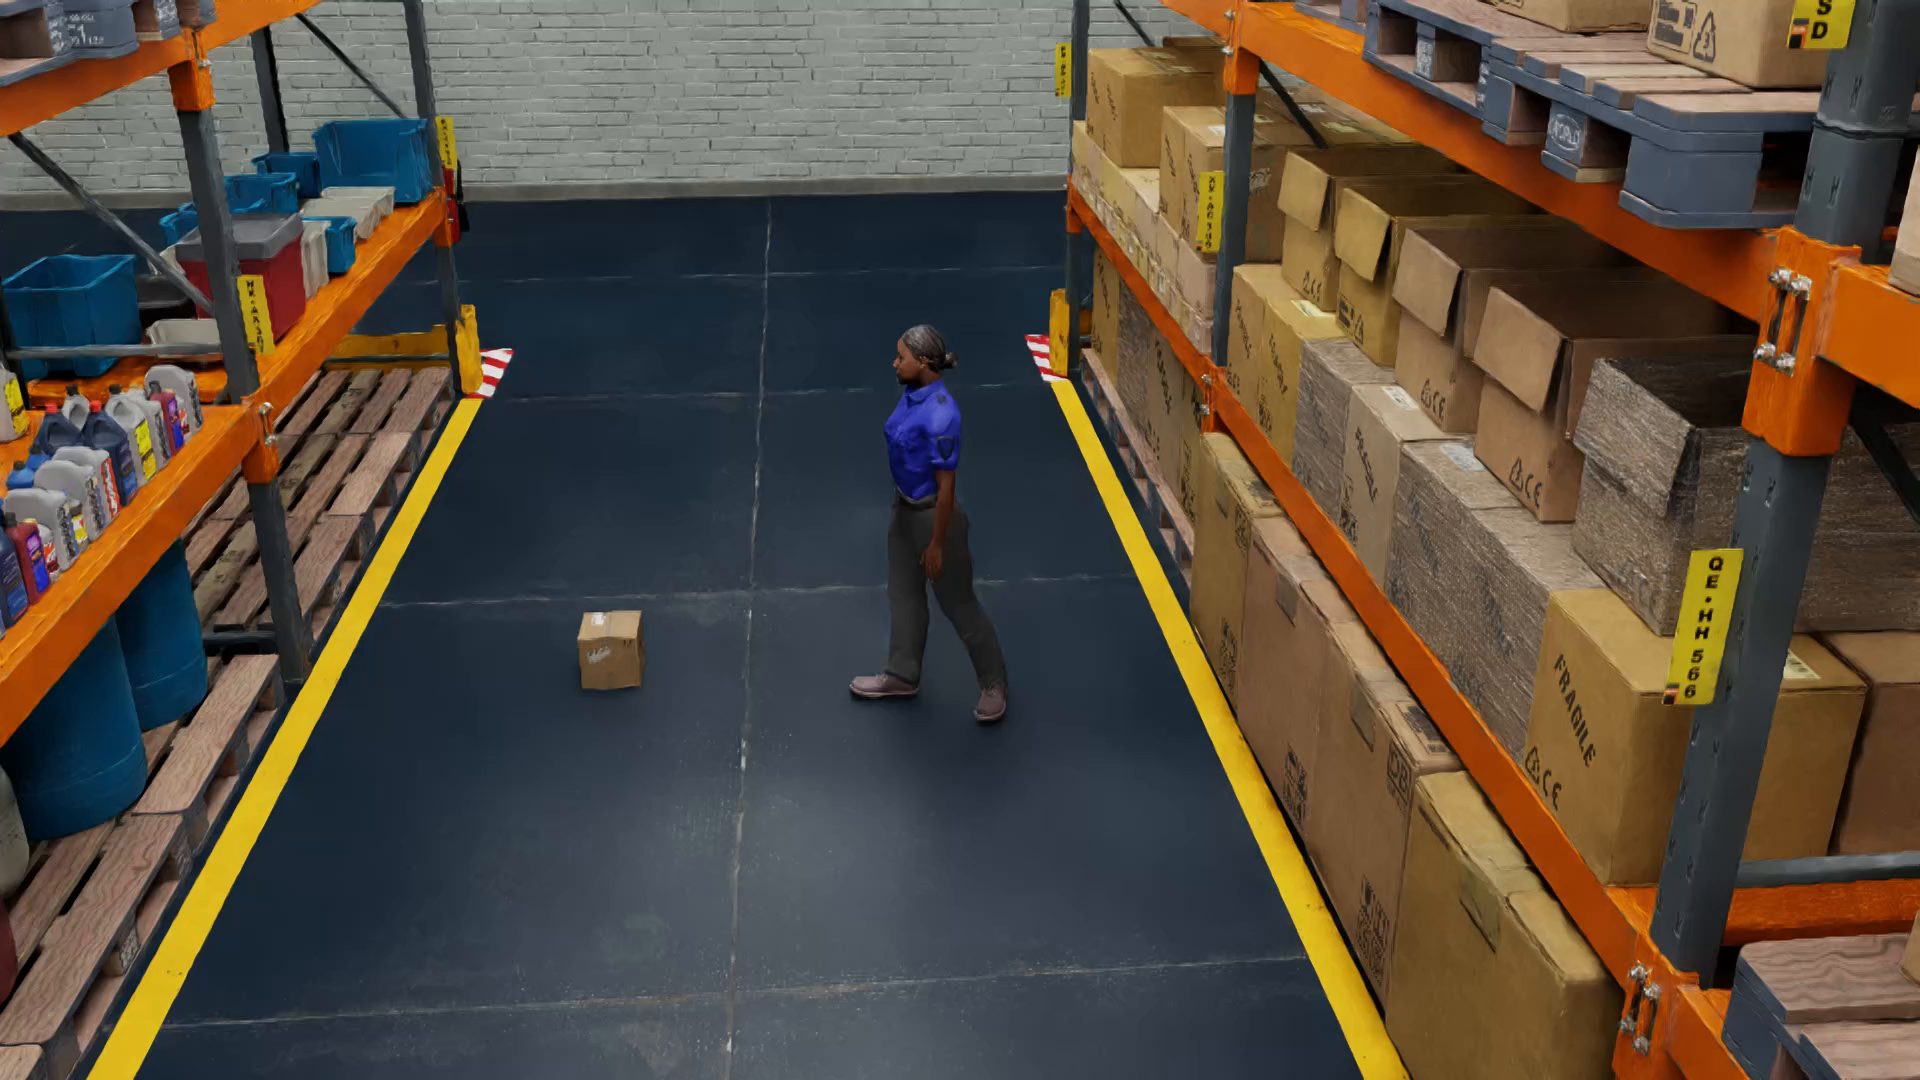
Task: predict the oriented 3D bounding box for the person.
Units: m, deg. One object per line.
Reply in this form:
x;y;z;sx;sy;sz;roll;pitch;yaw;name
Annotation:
-0.134;-0.088;6.793;0.622;1.645;0.687;-9;25;-20;person
